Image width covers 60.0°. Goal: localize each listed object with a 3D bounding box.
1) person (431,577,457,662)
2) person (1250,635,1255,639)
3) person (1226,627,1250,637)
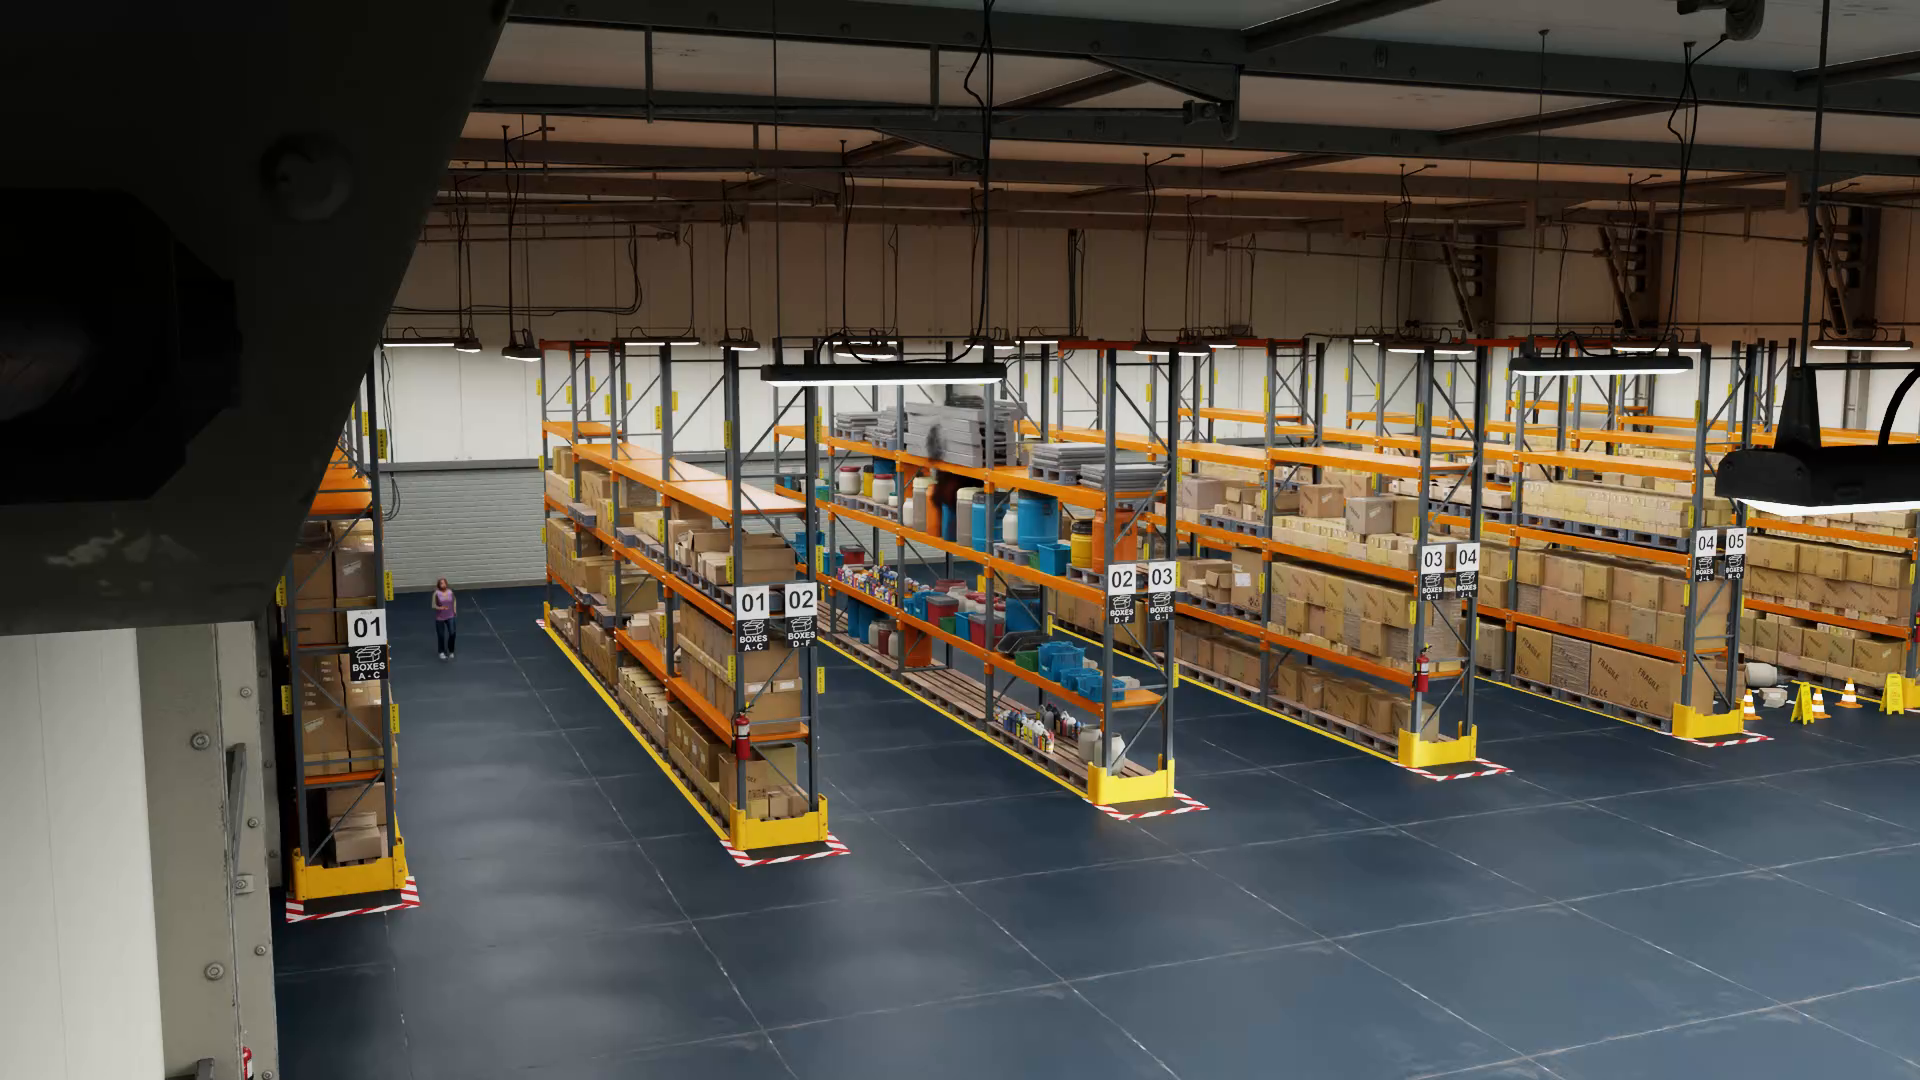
[{"bbox_3d":[-9.633,1.496,31.126,0.508,1.604,0.667,-4,8,-28],"label":"person"},{"bbox_3d":[5.949,1.325,32.427,0.659,1.669,0.789,-4,8,-28],"label":"person"},{"bbox_3d":[5.676,1.121,34.013,0.547,1.628,0.804,-3,8,-24],"label":"person"}]
